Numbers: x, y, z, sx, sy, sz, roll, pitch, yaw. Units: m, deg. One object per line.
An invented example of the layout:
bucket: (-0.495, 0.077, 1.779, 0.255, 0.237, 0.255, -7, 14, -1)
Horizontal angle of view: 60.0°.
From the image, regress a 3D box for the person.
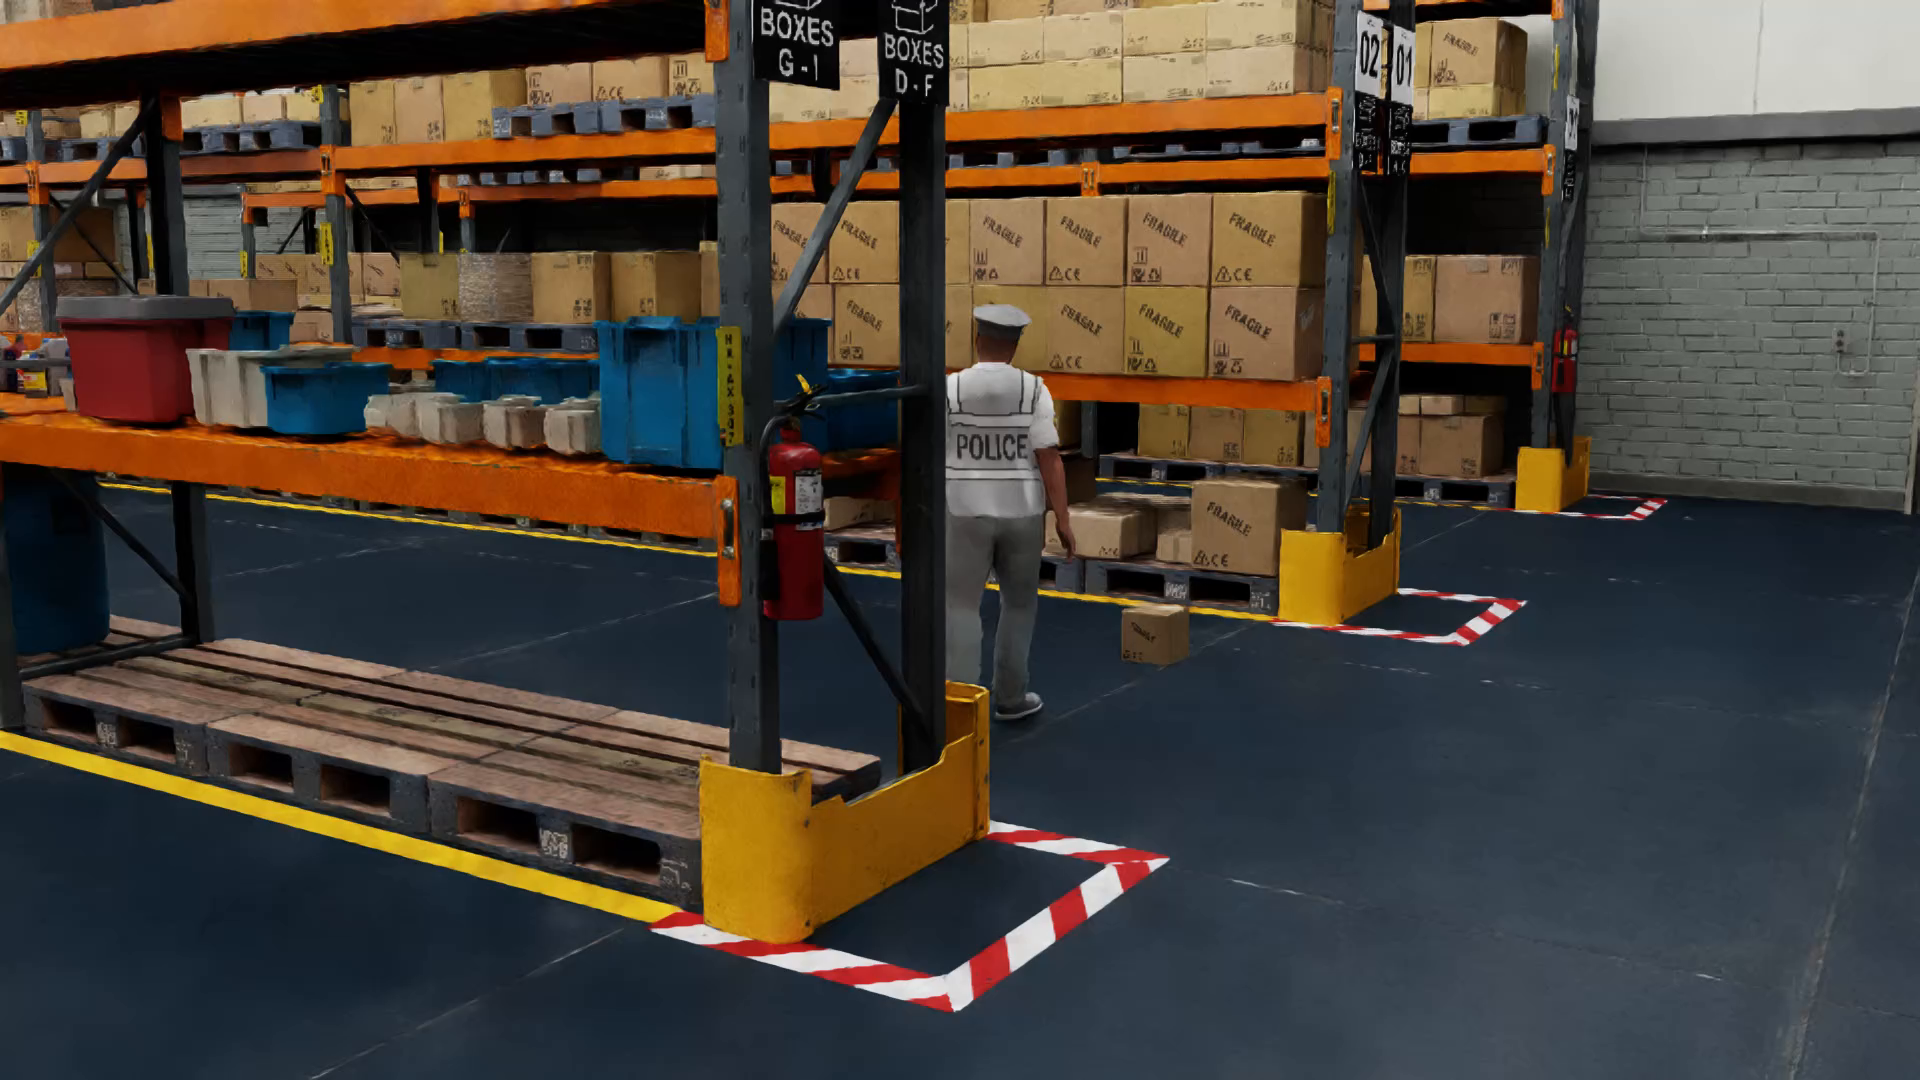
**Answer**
person: (0.106, -0.089, 6.869, 0.711, 1.752, 0.584, -1, 9, -6)
